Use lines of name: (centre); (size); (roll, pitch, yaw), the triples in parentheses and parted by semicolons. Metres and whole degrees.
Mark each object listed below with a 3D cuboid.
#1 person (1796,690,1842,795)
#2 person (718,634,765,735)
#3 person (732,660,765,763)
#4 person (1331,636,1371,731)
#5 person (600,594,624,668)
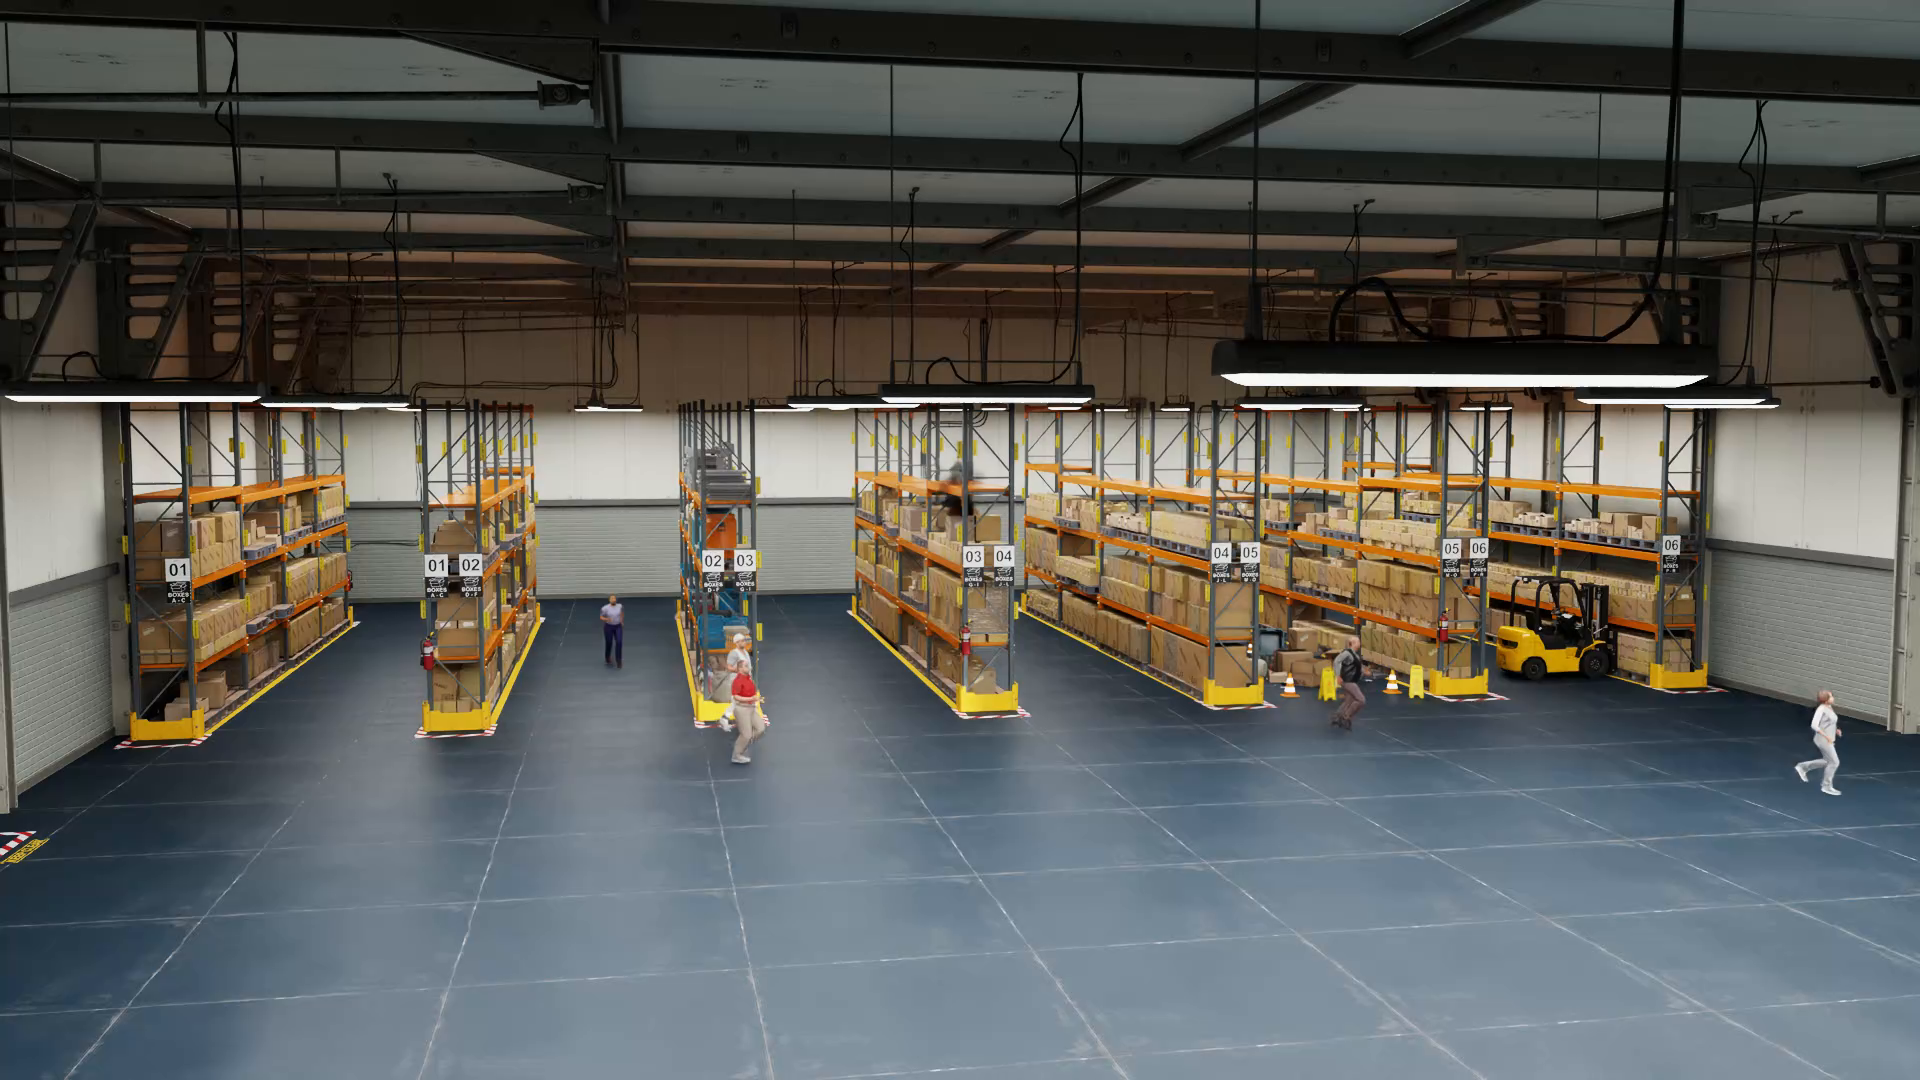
person: (13.033, 3.049, 25.208); (0.636, 1.580, 0.539); (3, 5, 36)
person: (-3.910, 2.572, 29.652); (0.872, 1.805, 0.659); (2, 5, 28)
person: (-3.462, 2.818, 27.290); (0.617, 1.701, 0.648); (1, 5, 17)
person: (7.102, 2.612, 30.205); (0.704, 1.728, 0.662); (2, 5, 27)
person: (-7.912, 2.052, 37.865); (0.572, 1.682, 0.866); (-2, 5, -20)
